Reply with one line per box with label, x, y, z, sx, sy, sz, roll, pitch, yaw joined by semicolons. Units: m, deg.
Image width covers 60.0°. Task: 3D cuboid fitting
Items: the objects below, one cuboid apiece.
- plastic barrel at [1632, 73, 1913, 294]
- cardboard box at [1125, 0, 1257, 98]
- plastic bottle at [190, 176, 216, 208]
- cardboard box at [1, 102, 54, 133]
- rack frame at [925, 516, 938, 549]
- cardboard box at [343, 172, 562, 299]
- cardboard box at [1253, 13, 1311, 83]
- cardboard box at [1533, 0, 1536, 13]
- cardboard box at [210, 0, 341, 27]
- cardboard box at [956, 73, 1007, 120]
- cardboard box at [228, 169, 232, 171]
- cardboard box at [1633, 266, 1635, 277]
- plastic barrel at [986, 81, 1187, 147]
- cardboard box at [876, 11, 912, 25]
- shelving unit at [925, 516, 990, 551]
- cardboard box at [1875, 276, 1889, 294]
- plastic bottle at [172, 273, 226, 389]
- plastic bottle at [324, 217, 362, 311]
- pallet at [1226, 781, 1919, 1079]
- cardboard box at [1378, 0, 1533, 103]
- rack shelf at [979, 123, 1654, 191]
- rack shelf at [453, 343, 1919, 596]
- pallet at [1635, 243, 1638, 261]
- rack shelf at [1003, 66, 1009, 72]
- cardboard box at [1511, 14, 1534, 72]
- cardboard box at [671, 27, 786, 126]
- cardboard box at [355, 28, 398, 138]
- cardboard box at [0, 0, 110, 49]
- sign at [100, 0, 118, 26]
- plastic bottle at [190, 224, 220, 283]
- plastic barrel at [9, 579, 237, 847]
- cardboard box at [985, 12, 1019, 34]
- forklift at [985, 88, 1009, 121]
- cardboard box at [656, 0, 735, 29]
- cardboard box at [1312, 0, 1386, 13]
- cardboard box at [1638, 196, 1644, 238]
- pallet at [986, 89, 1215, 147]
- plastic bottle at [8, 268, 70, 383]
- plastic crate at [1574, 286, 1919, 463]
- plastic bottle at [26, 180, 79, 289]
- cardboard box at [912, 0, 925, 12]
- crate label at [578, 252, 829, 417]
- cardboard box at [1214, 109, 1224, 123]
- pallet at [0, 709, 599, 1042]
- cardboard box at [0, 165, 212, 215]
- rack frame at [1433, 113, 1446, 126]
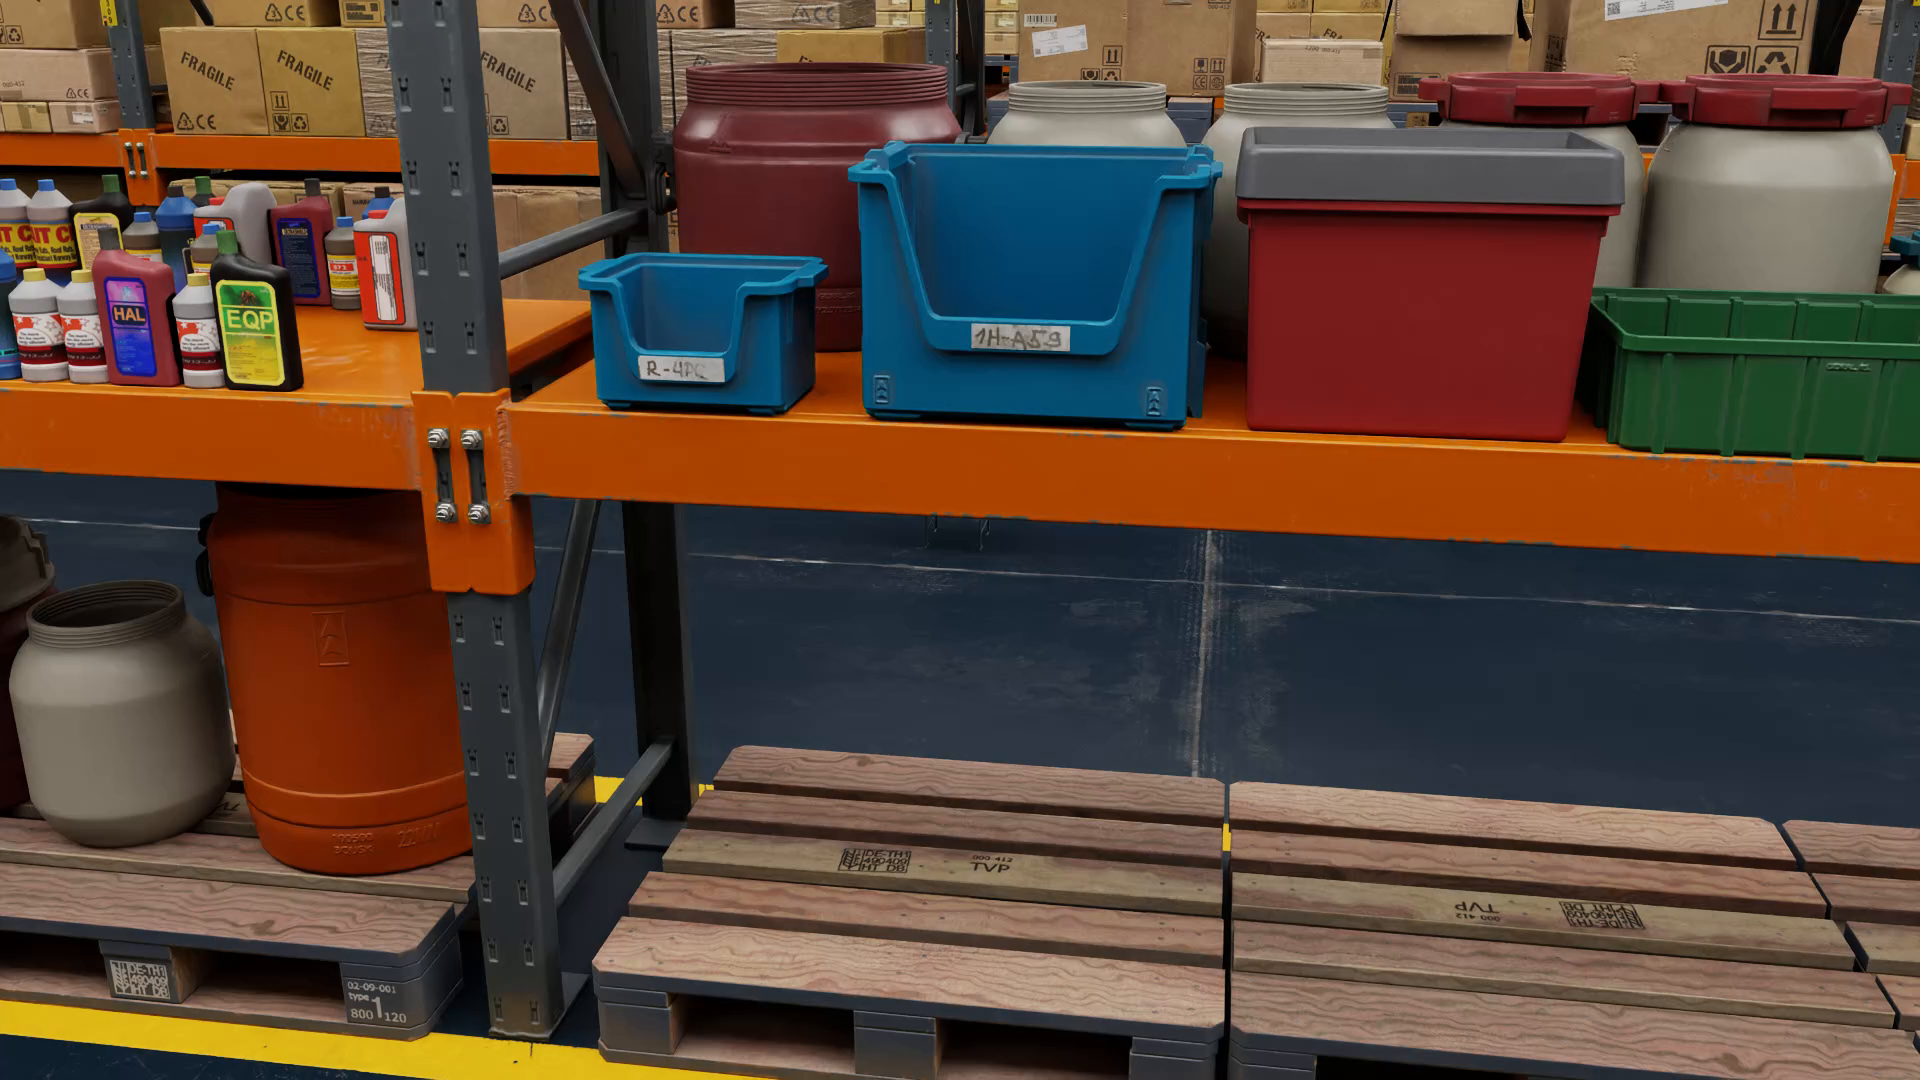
plastic barrel;1.515;-0.597;3.147;0.433;0.535;0.433;0;18;0
cardboard box;1.092;-2.367;7.832;0.500;0.500;0.700;6;19;17
plastic bottle;-1.758;-0.693;3.829;0.133;0.283;0.061;3;19;9
cardboard box;-4.572;-2.140;8.367;0.250;0.149;0.380;3;19;10
rack frame;-0.108;-0.432;6.177;0.006;0.900;0.240;3;19;9
cardboard box;-2.447;-1.454;8.609;0.875;0.875;1.225;2;19;7
cardboard box;2.272;-3.571;12.091;0.500;0.500;0.500;3;19;9
cardboard box;4.330;-4.024;11.870;0.500;0.500;0.700;3;19;8
cardboard box;-3.332;-2.827;8.287;0.637;0.503;0.797;2;19;7
cardboard box;0.008;-4.535;17.817;0.875;0.875;0.875;3;19;9
cardboard box;-5.786;-3.065;13.628;0.250;0.149;0.380;2;19;6
cardboard box;3.332;-0.992;7.786;0.500;0.500;0.700;1;19;4
plastic barrel;0.249;-0.649;3.338;0.421;0.512;0.421;0;18;0
cardboard box;-0.459;-3.822;12.265;0.250;0.149;0.380;3;19;9
shelving unit;-0.008;-0.427;6.162;0.210;0.900;0.258;3;19;9
cardboard box;4.323;-0.912;7.579;0.500;0.500;0.500;2;19;7
plastic bottle;-1.379;-0.385;3.038;0.097;0.201;0.097;0;18;0
plastic bottle;-1.383;-0.629;3.768;0.097;0.201;0.097;0;18;0
pallet;1.159;0.855;3.415;1.213;0.211;1.003;3;19;9
cardboard box;2.208;-2.237;7.438;0.637;0.503;0.797;5;19;14
rack shelf;1.960;-1.690;7.762;4.000;0.370;1.077;3;19;9
rack shelf;1.174;-0.139;3.124;4.000;0.370;1.077;3;19;9
pallet;5.559;-2.095;12.230;1.213;0.211;1.003;3;19;9
rack shelf;-0.418;-4.996;17.642;4.000;0.370;1.077;3;19;9
cardboard box;3.765;-3.495;11.864;0.500;0.500;0.500;3;19;8
cardboard box;-1.033;-2.154;7.855;0.500;0.500;0.500;3;19;8
cardboard box;-2.559;-2.229;8.080;0.500;0.500;0.500;2;19;7
cardboard box;-4.461;-2.698;8.226;0.500;0.500;0.500;3;19;10
sign;-4.051;-2.608;7.880;0.005;0.325;0.100;3;19;9
plastic bottle;-1.635;-0.593;3.660;0.097;0.201;0.097;0;18;0
plastic barrel;-1.858;0.380;3.698;0.421;0.512;0.421;0;18;0
cardboard box;0.312;-3.784;12.151;0.250;0.149;0.380;3;19;10
forklift;0.524;-2.841;10.174;3.031;2.935;1.130;3;19;9
cardboard box;-1.377;-2.731;7.999;0.637;0.503;0.797;3;19;10
cardboard box;2.824;-4.101;12.099;0.500;0.500;0.700;3;19;8
cardboard box;5.431;-2.618;12.086;0.875;0.875;0.875;3;19;9
pallet;0.706;-2.039;7.971;1.003;0.211;1.213;3;19;9
plastic bottle;-1.703;-0.401;3.087;0.097;0.201;0.097;0;18;0
plastic crate;1.385;-0.278;2.740;0.662;0.188;0.450;3;19;9
plastic bottle;-2.103;-0.699;3.866;0.097;0.271;0.097;0;18;0
cardboard box;-0.191;-3.951;12.180;0.250;0.149;0.380;4;19;10
crate label;-0.444;-0.362;2.923;0.416;0.233;0.303;3;19;9
cardboard box;3.601;-5.799;21.988;0.625;0.625;0.875;4;19;10
pallet;-1.586;0.715;3.833;1.213;0.211;1.003;3;19;9
cardboard box;-4.603;-1.583;8.995;0.875;0.875;0.875;3;19;9
rack frame;6.290;-6.591;21.274;0.127;3.000;1.000;3;19;9
